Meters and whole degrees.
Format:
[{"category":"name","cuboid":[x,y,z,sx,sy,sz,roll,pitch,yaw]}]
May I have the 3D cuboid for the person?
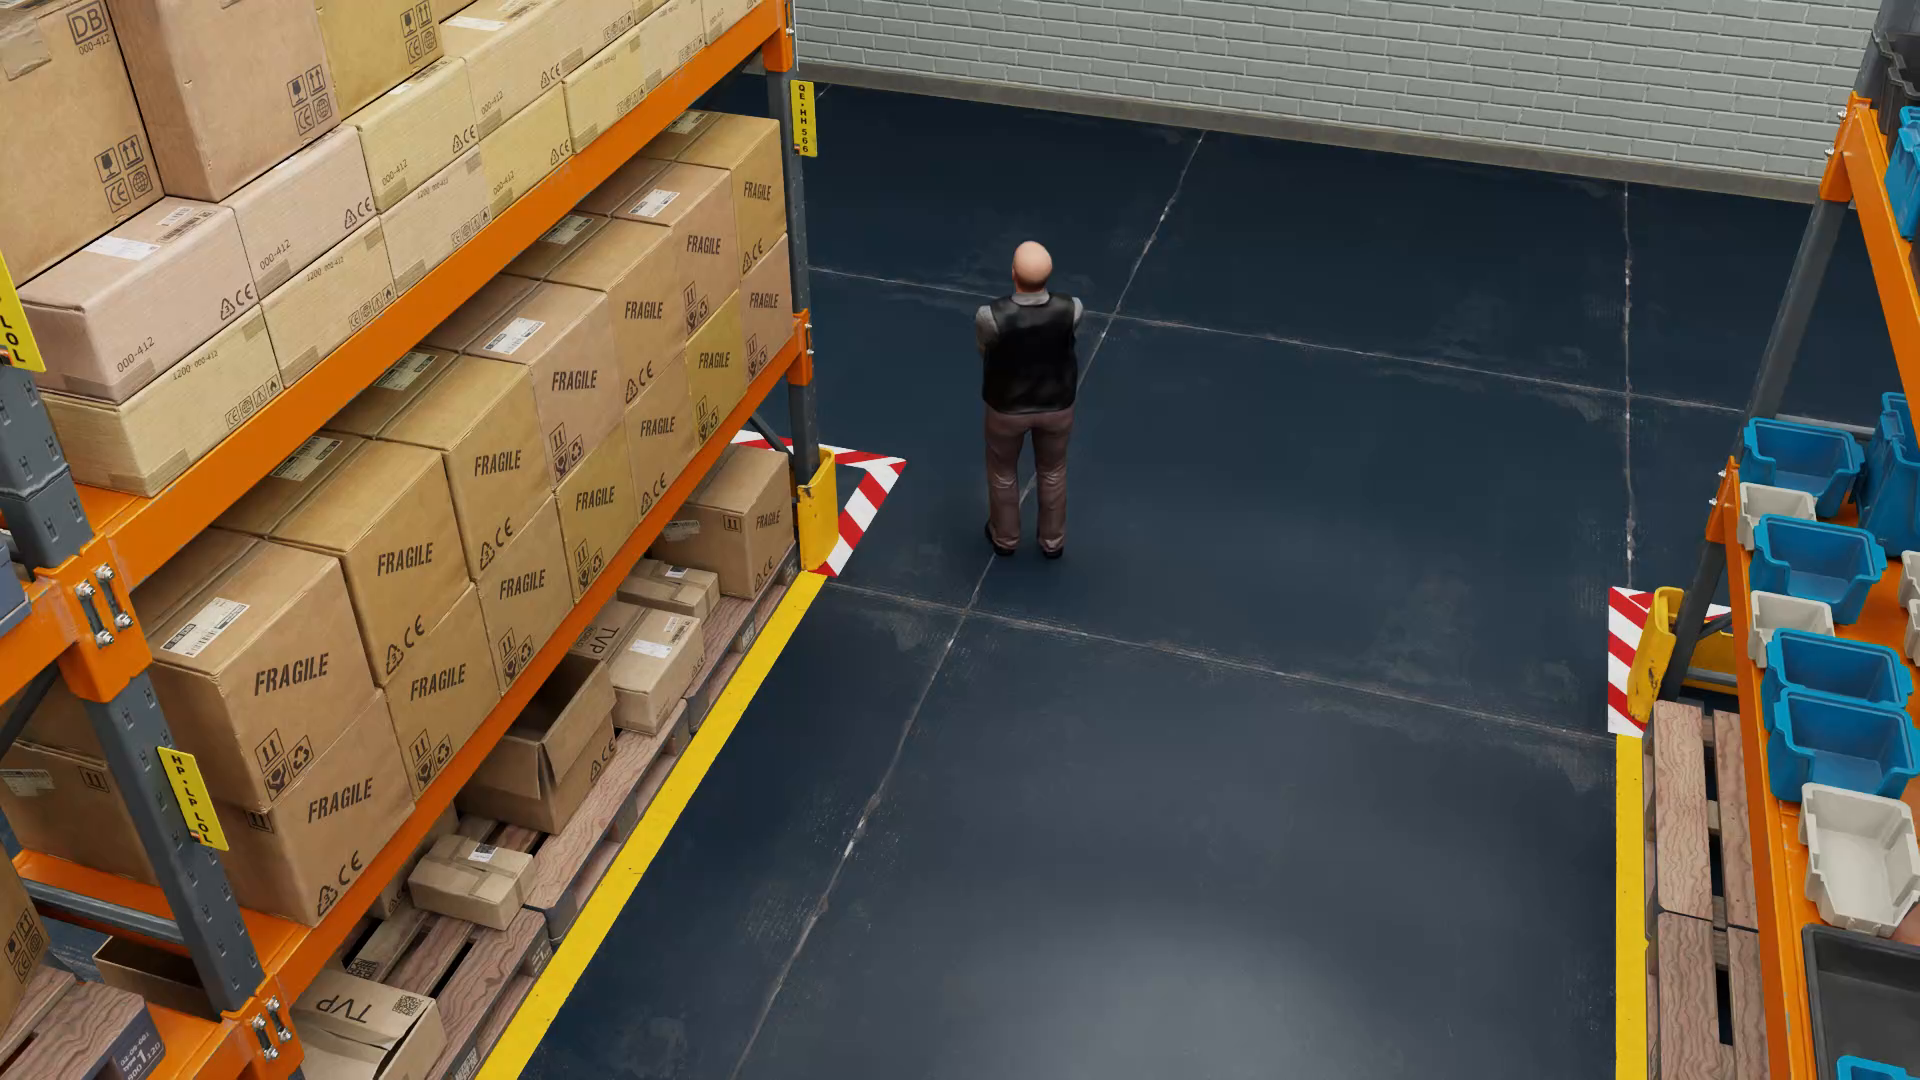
[{"category":"person","cuboid":[0.294,-0.686,7.838,0.494,1.711,0.551,-5,37,-7]}]
